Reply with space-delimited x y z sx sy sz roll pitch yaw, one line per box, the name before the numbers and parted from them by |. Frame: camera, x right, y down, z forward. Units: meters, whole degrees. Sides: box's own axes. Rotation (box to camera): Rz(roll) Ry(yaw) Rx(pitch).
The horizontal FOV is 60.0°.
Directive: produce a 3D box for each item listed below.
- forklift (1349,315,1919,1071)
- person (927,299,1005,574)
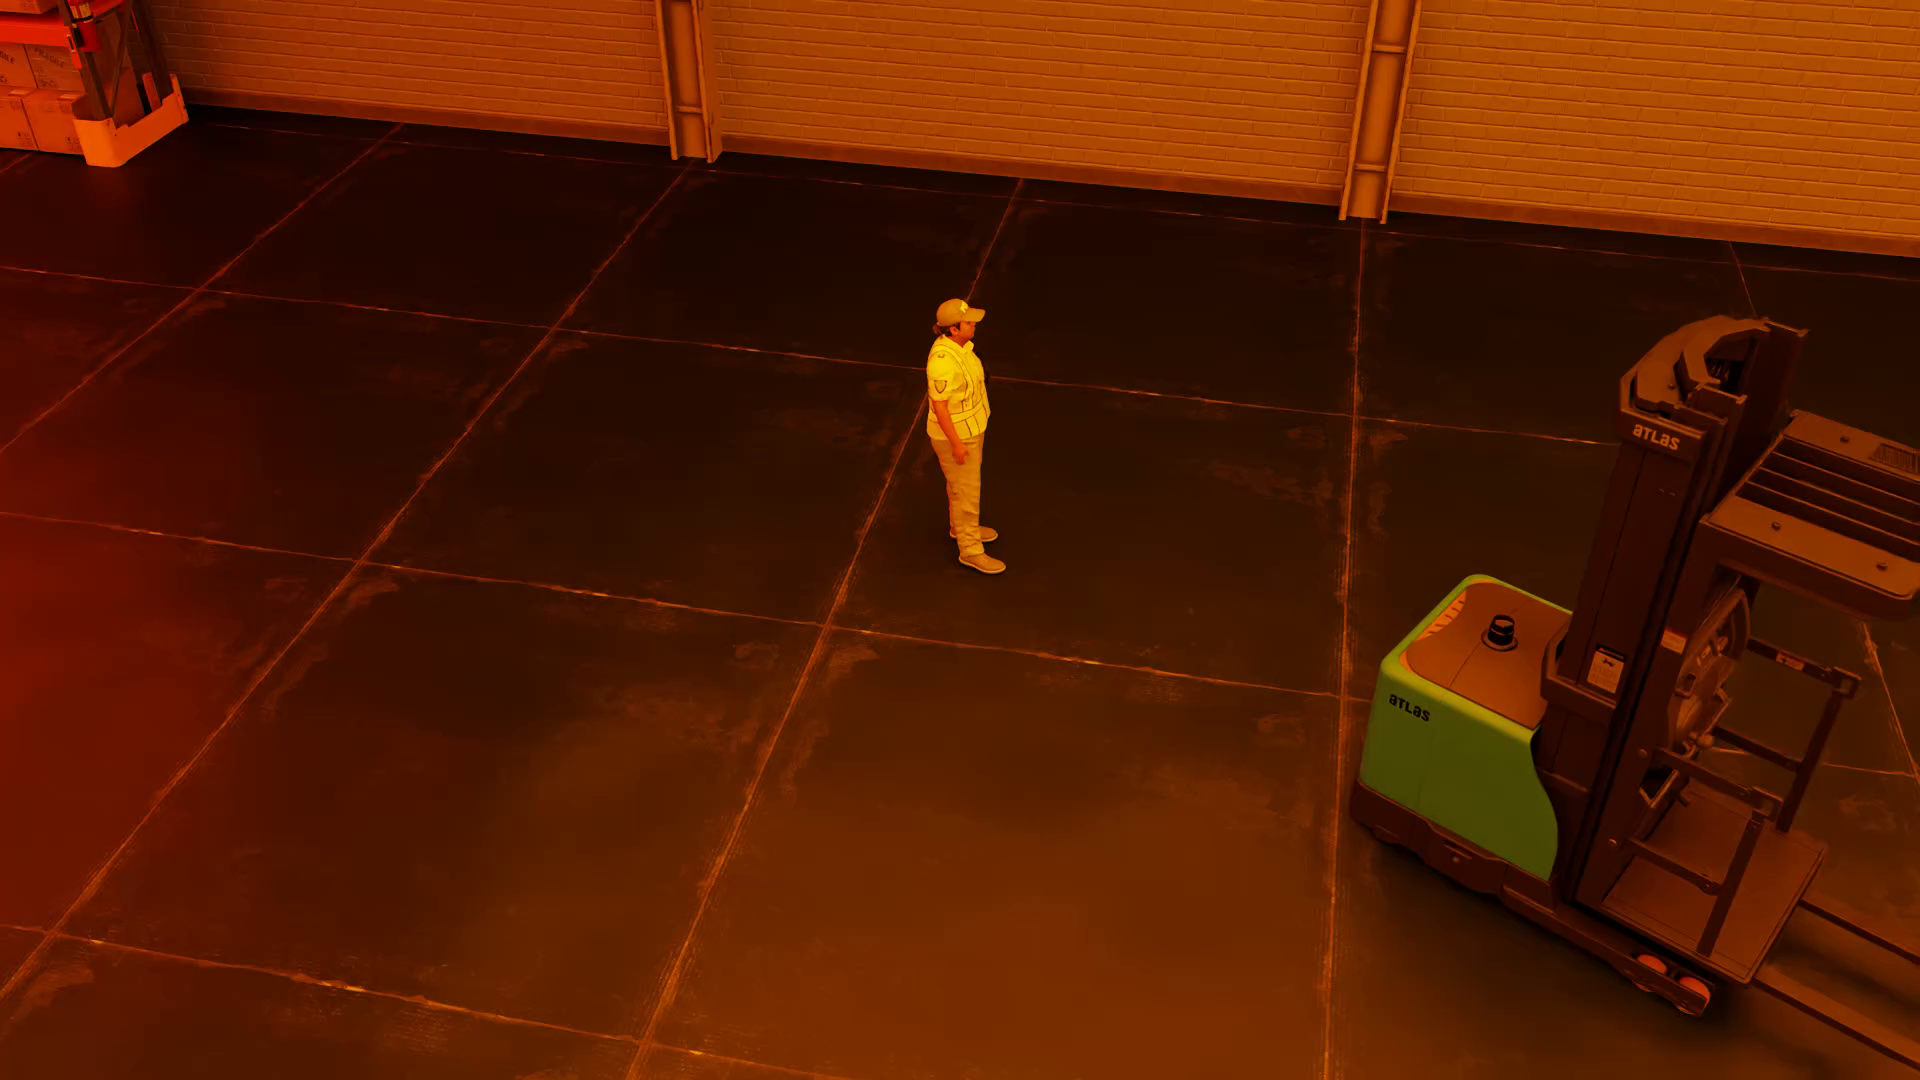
forklift | 3.438 0.626 7.196 3.031 2.935 1.130 27 44 32
person | 0.070 -0.653 9.968 0.529 1.670 0.598 7 37 10
